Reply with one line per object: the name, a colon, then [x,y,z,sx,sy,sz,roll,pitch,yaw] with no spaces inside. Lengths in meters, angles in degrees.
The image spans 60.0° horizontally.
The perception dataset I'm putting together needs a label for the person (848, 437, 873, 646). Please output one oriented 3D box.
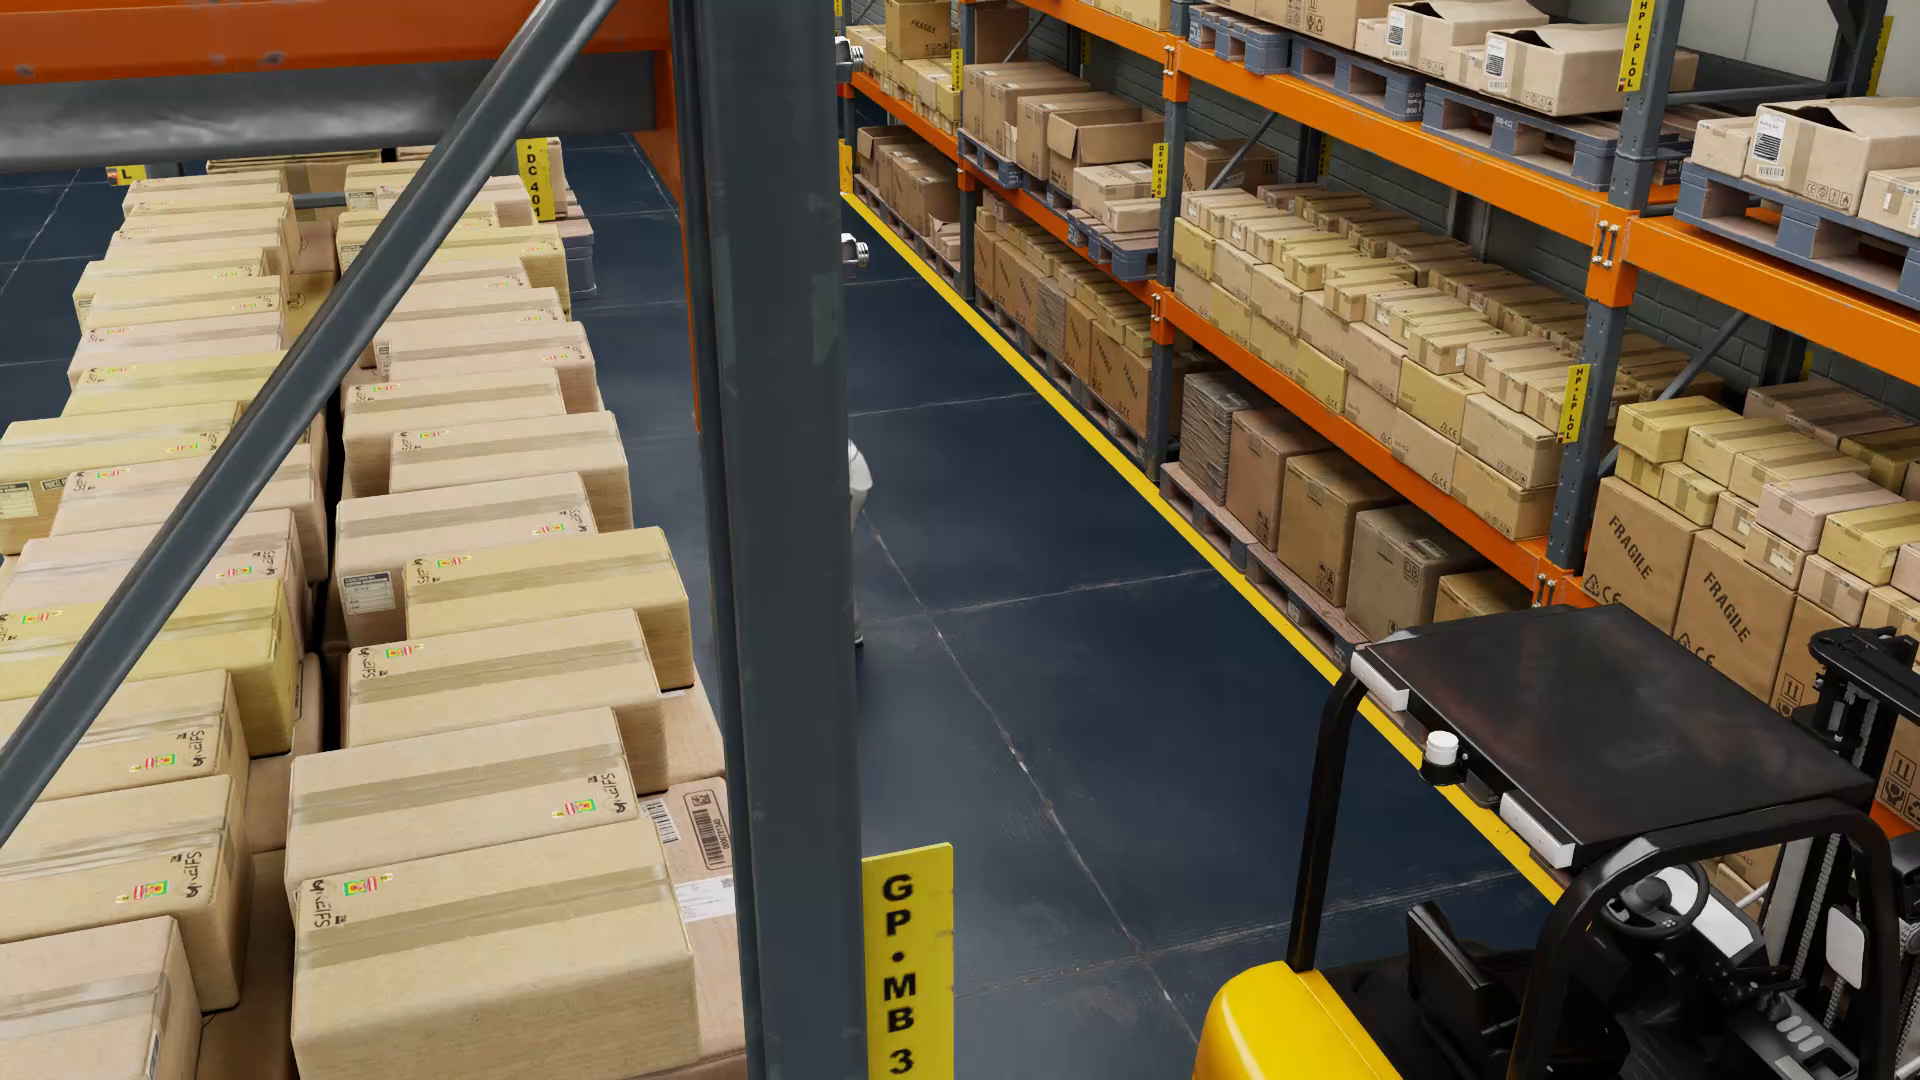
person: [-0.795,-0.217,8.645,0.614,1.675,0.478,-9,27,-17]
